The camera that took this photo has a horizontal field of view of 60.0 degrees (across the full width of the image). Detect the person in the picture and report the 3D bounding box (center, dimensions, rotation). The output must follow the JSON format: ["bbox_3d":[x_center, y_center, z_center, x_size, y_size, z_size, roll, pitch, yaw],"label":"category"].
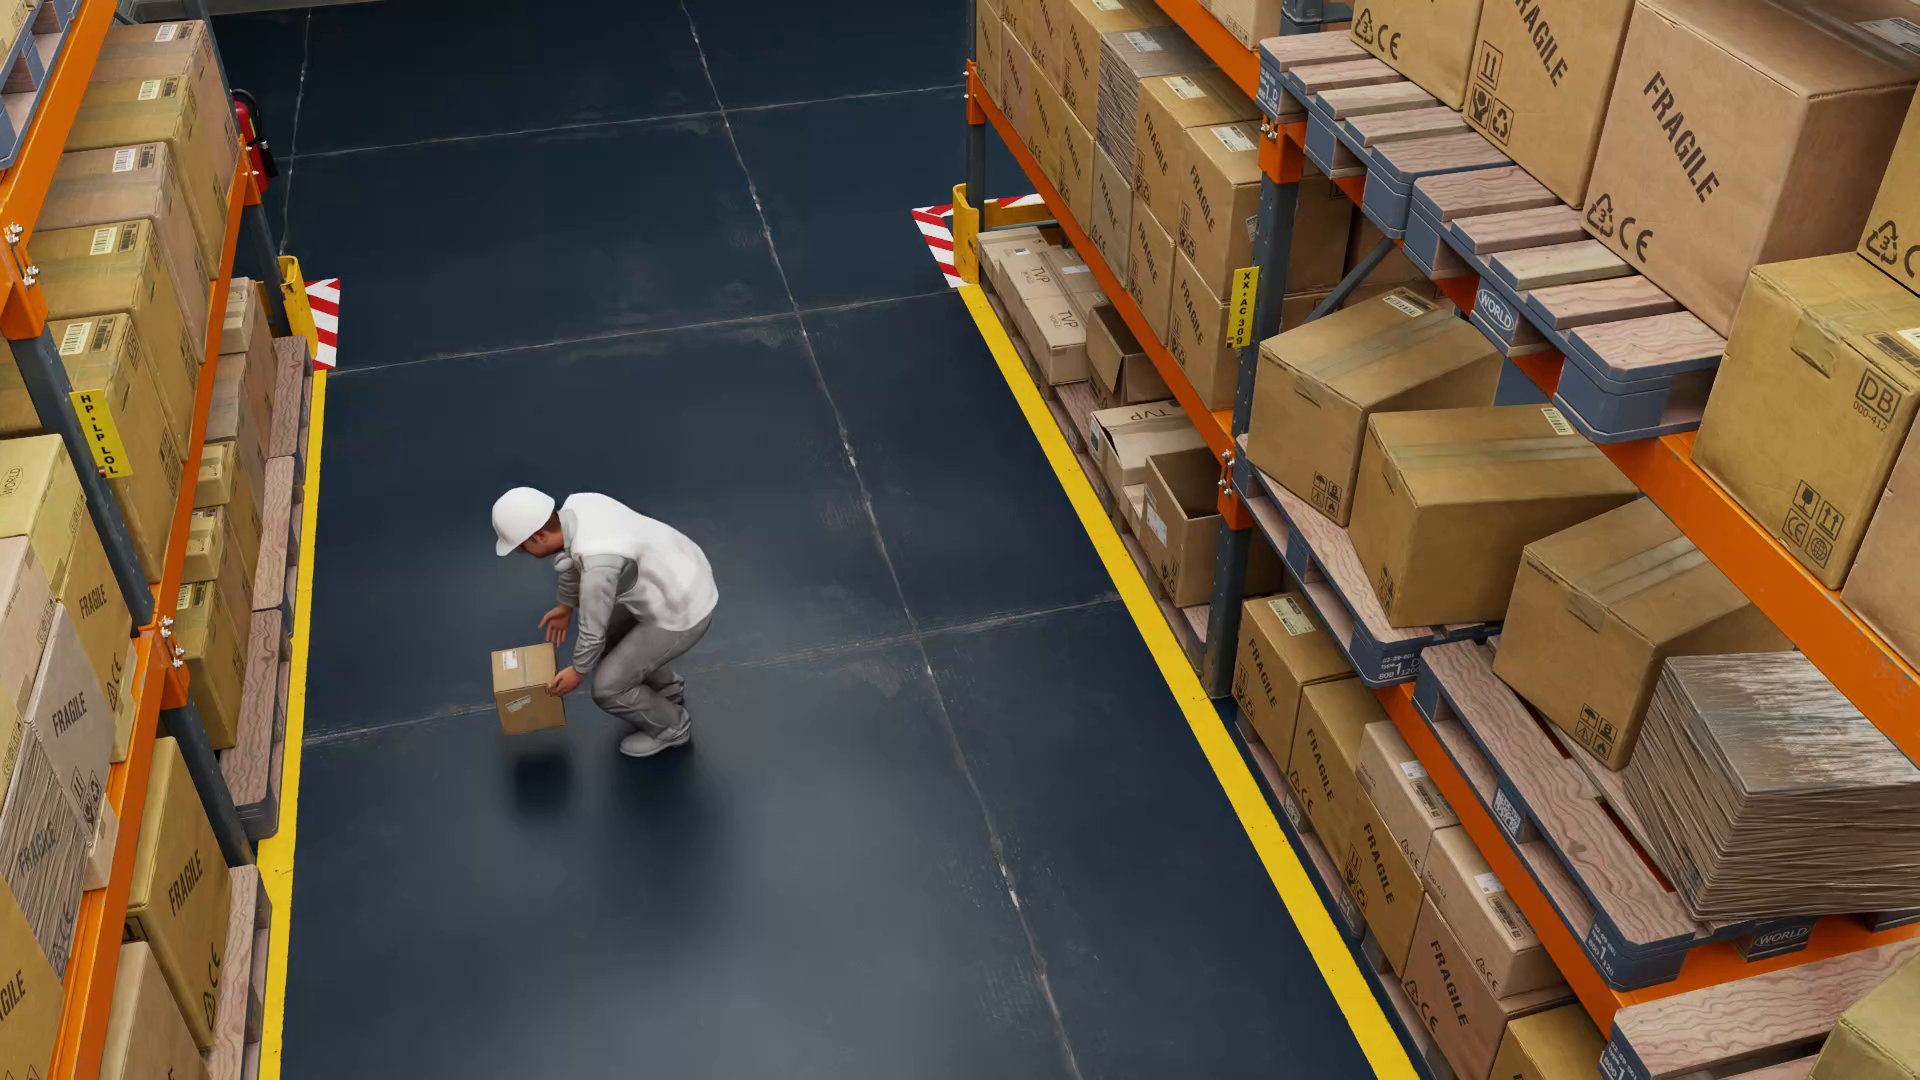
[{"bbox_3d":[-1.375,0.298,6.673,0.810,1.333,0.588,-9,39,-12],"label":"person"}]
